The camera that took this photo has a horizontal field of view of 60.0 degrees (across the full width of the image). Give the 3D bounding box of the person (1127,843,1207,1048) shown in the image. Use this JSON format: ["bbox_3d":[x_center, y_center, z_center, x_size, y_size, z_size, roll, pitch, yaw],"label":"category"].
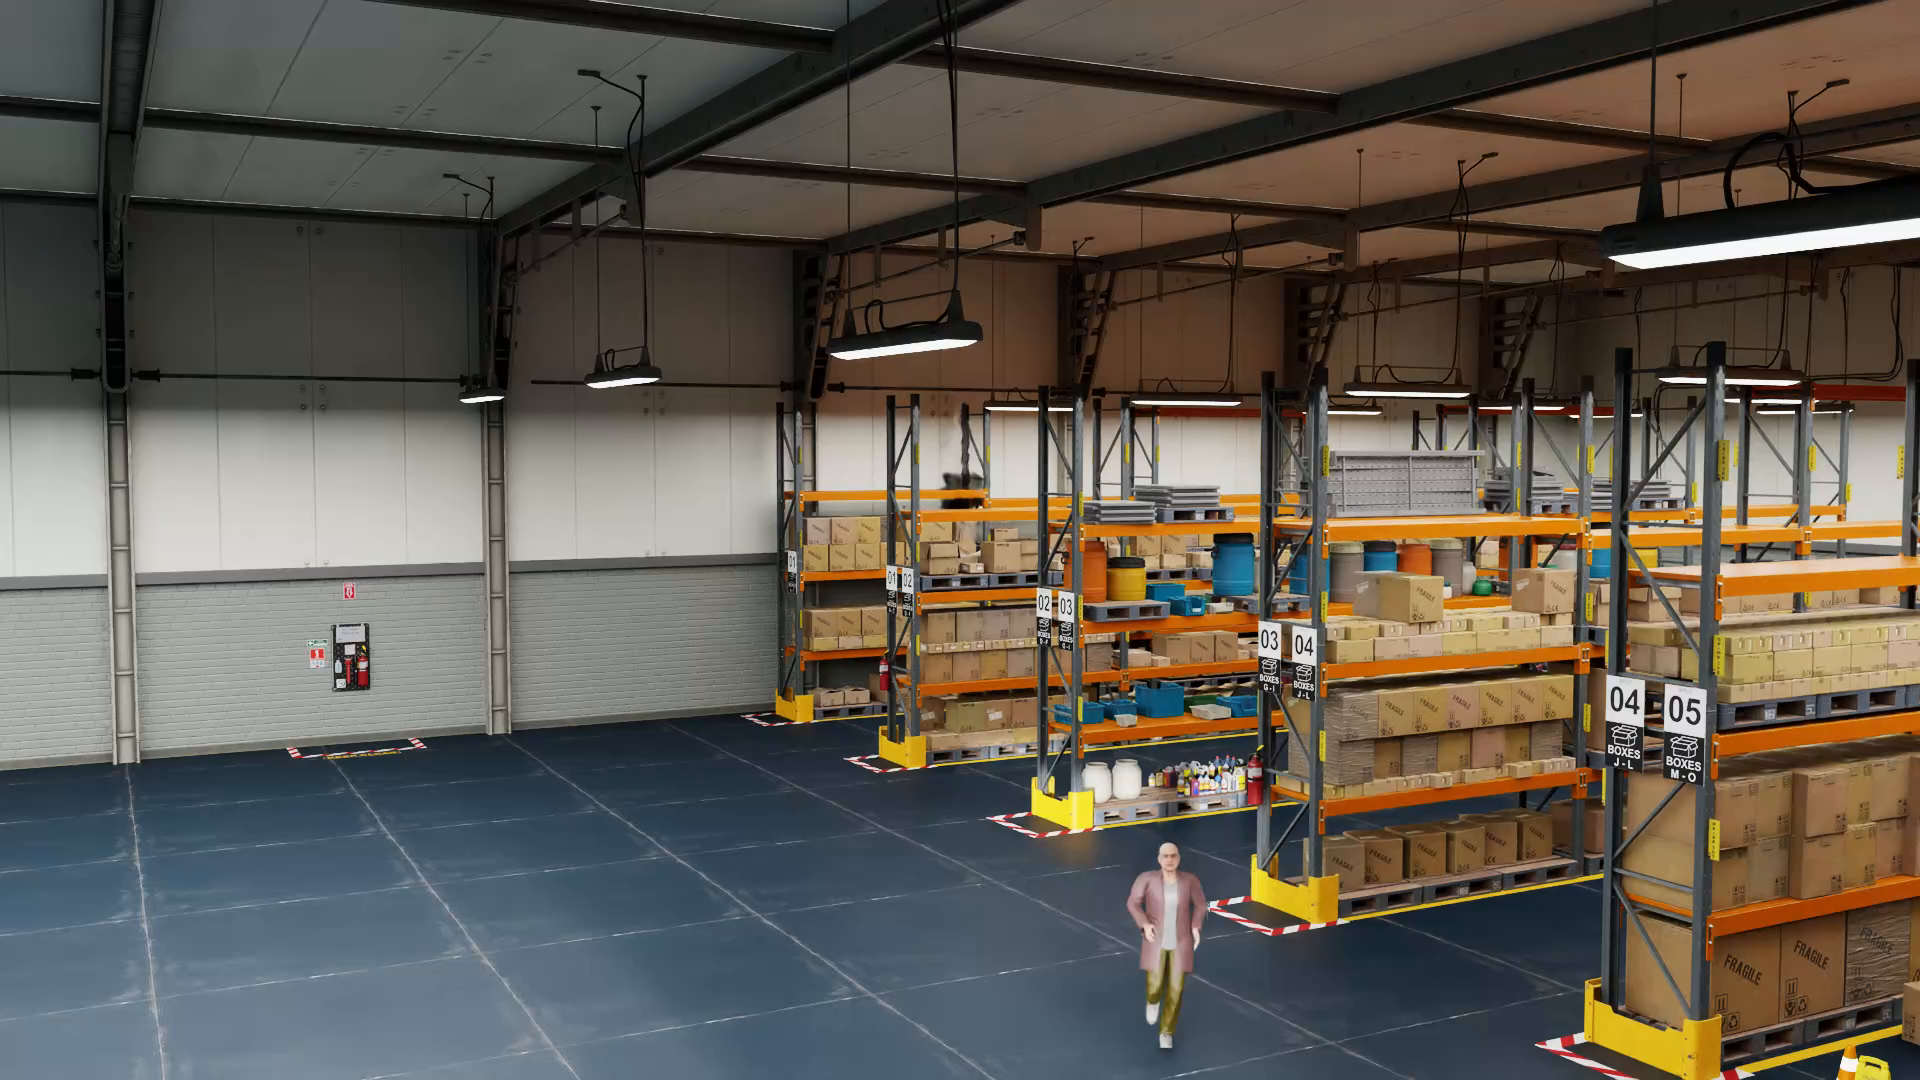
[{"bbox_3d":[1.798,3.477,14.420,0.702,1.731,0.673,0,3,1],"label":"person"}]

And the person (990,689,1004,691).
[{"bbox_3d":[0.579,2.345,29.845,0.813,1.734,0.562,-2,4,-27],"label":"person"}]
